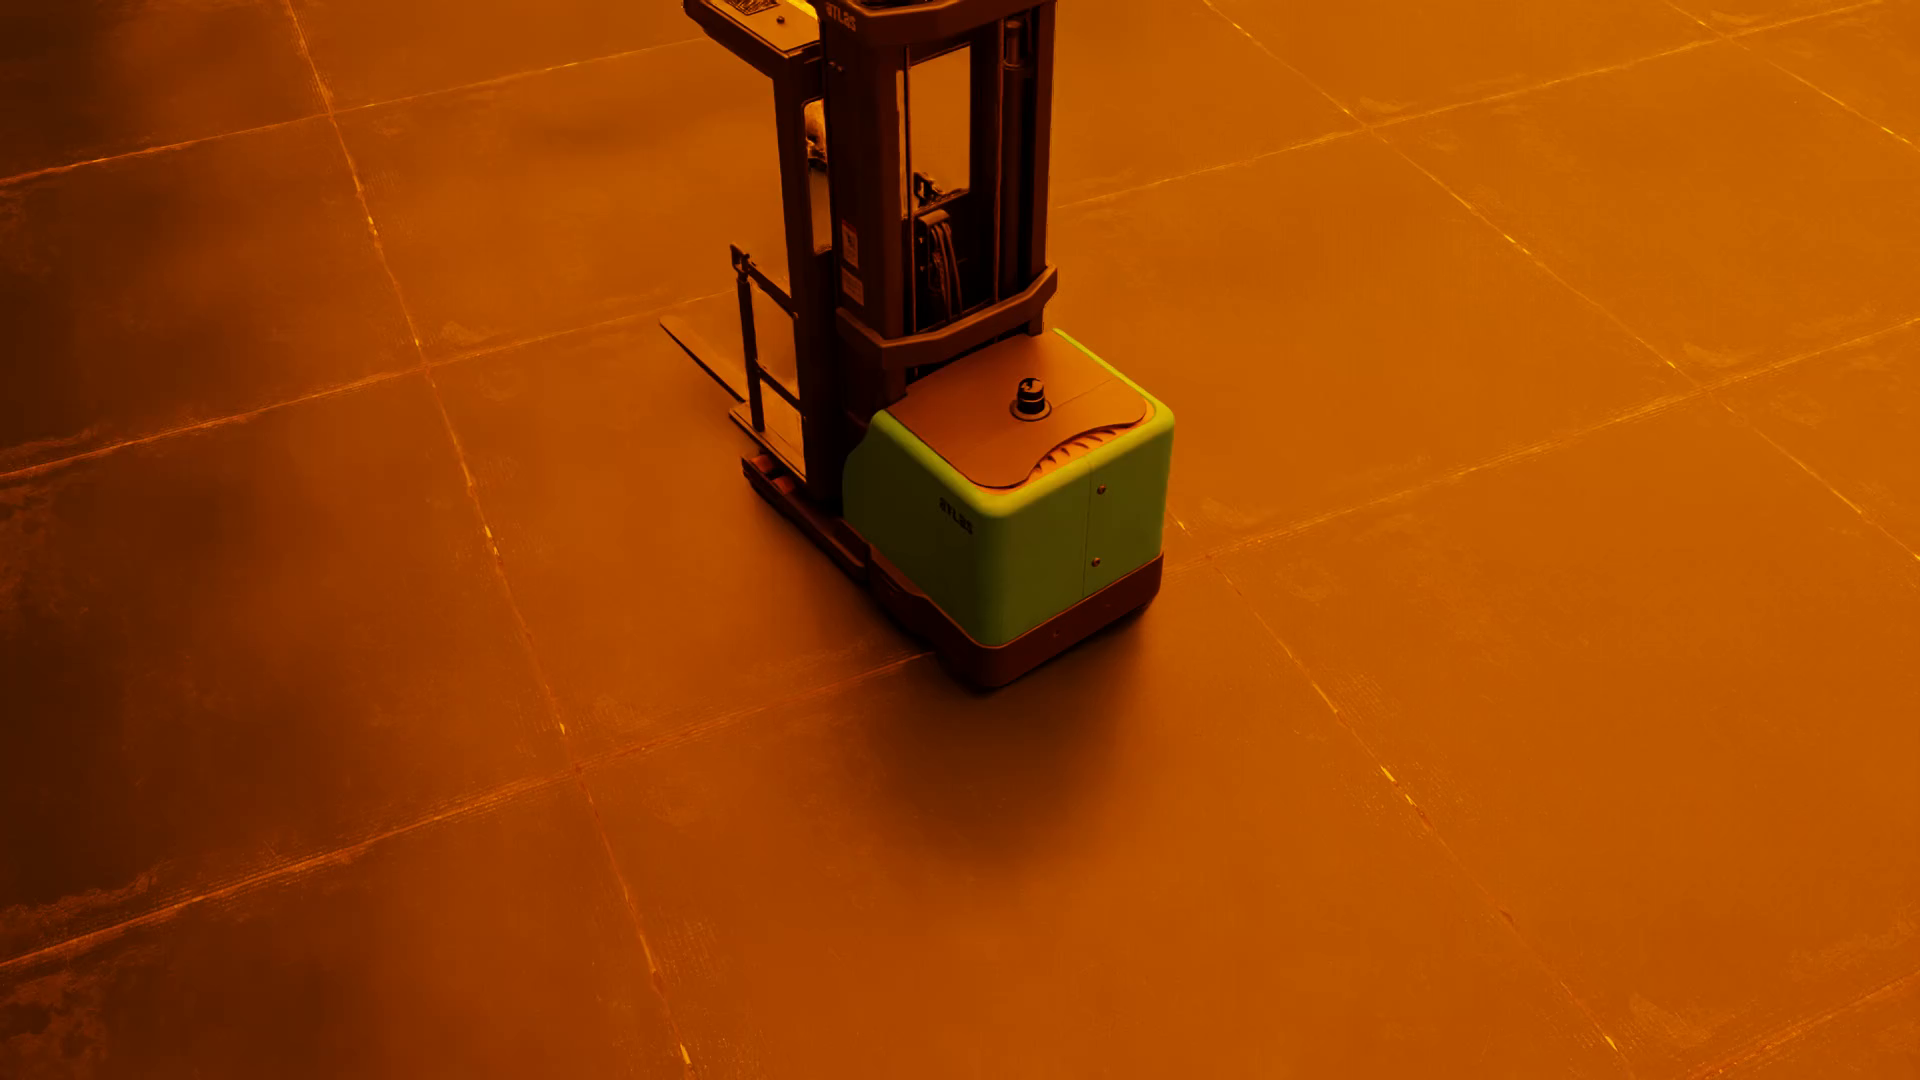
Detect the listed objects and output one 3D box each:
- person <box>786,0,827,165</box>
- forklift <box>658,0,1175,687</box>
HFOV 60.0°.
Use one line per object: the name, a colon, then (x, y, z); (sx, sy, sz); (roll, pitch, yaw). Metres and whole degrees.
person: (-0.910, -3.155, 9.938); (1.009, 1.745, 0.760); (-28, 50, -27)
forklift: (-0.398, -1.401, 7.181); (1.130, 2.935, 3.031); (-28, 50, -27)
